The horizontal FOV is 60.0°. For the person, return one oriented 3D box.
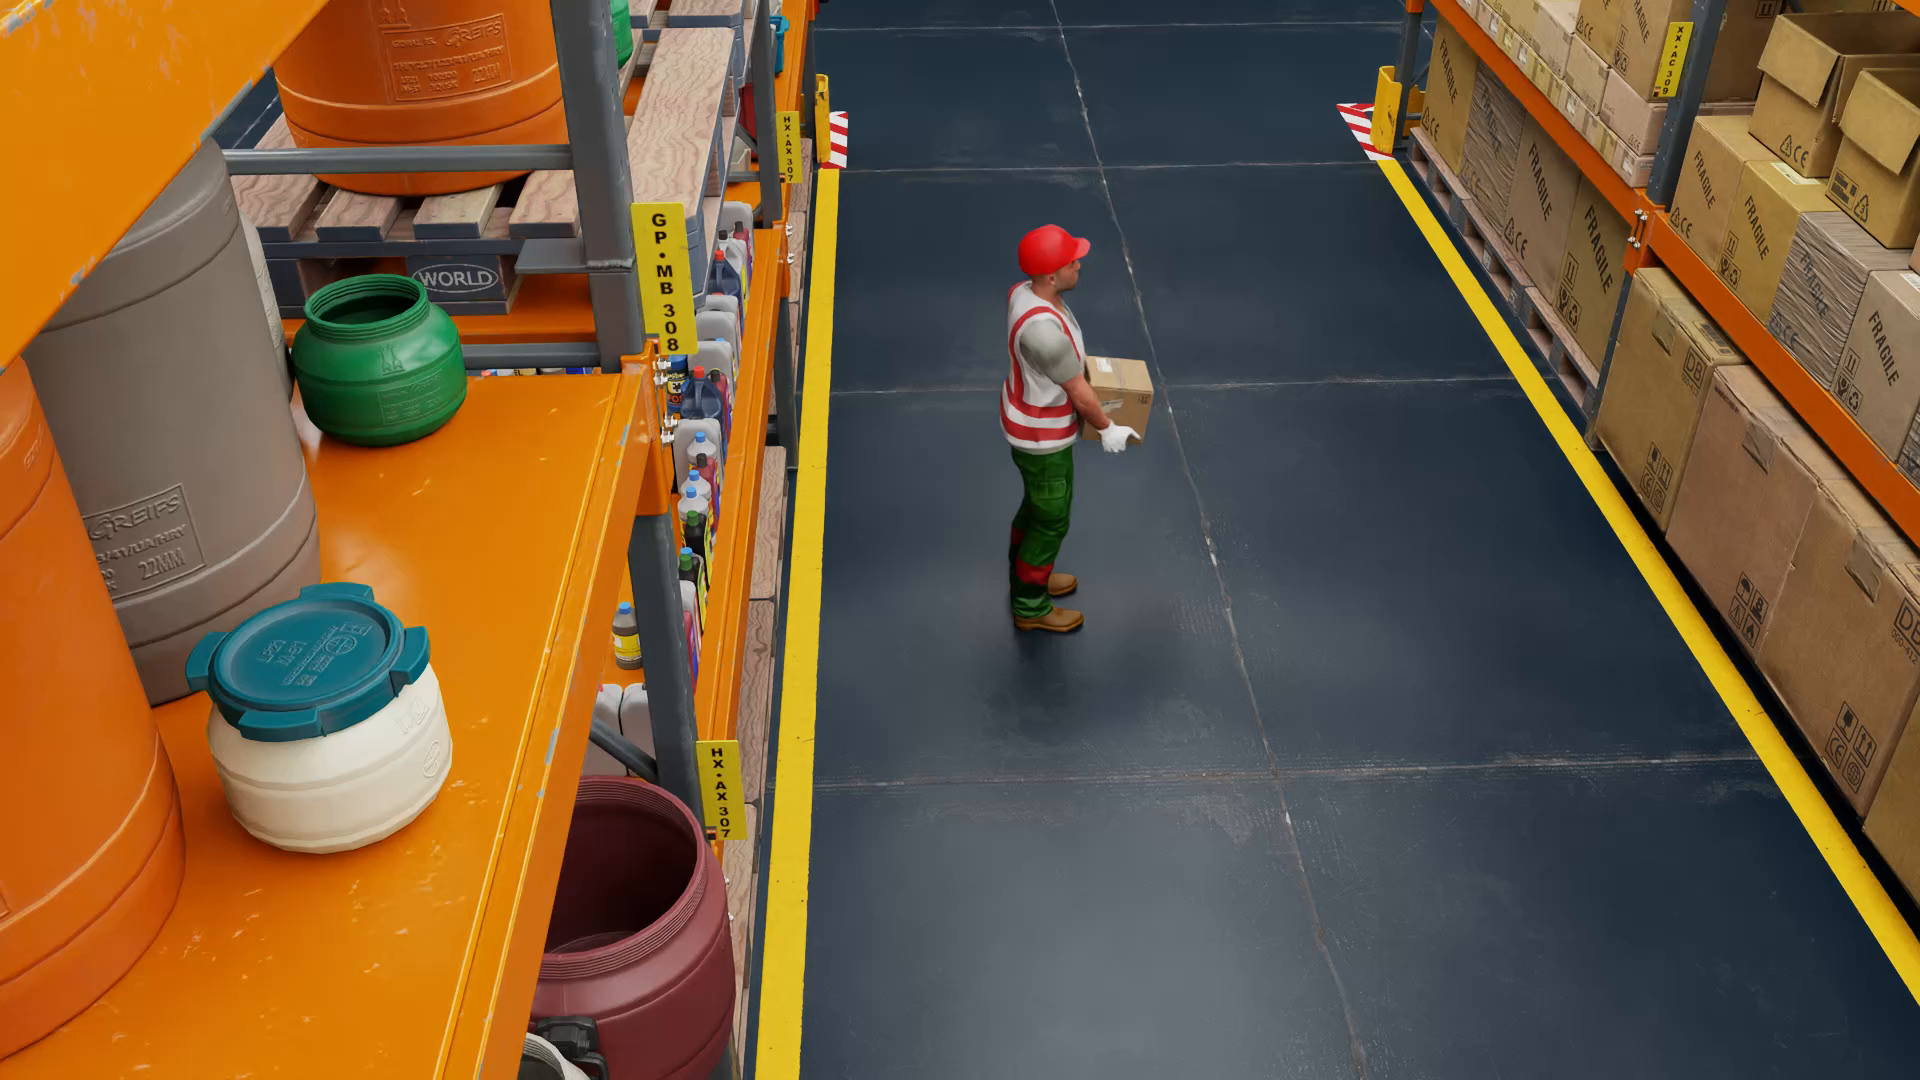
[{"bbox_3d":[0.439,-0.450,6.768,0.554,1.787,0.495,-2,35,-3],"label":"person"}]
